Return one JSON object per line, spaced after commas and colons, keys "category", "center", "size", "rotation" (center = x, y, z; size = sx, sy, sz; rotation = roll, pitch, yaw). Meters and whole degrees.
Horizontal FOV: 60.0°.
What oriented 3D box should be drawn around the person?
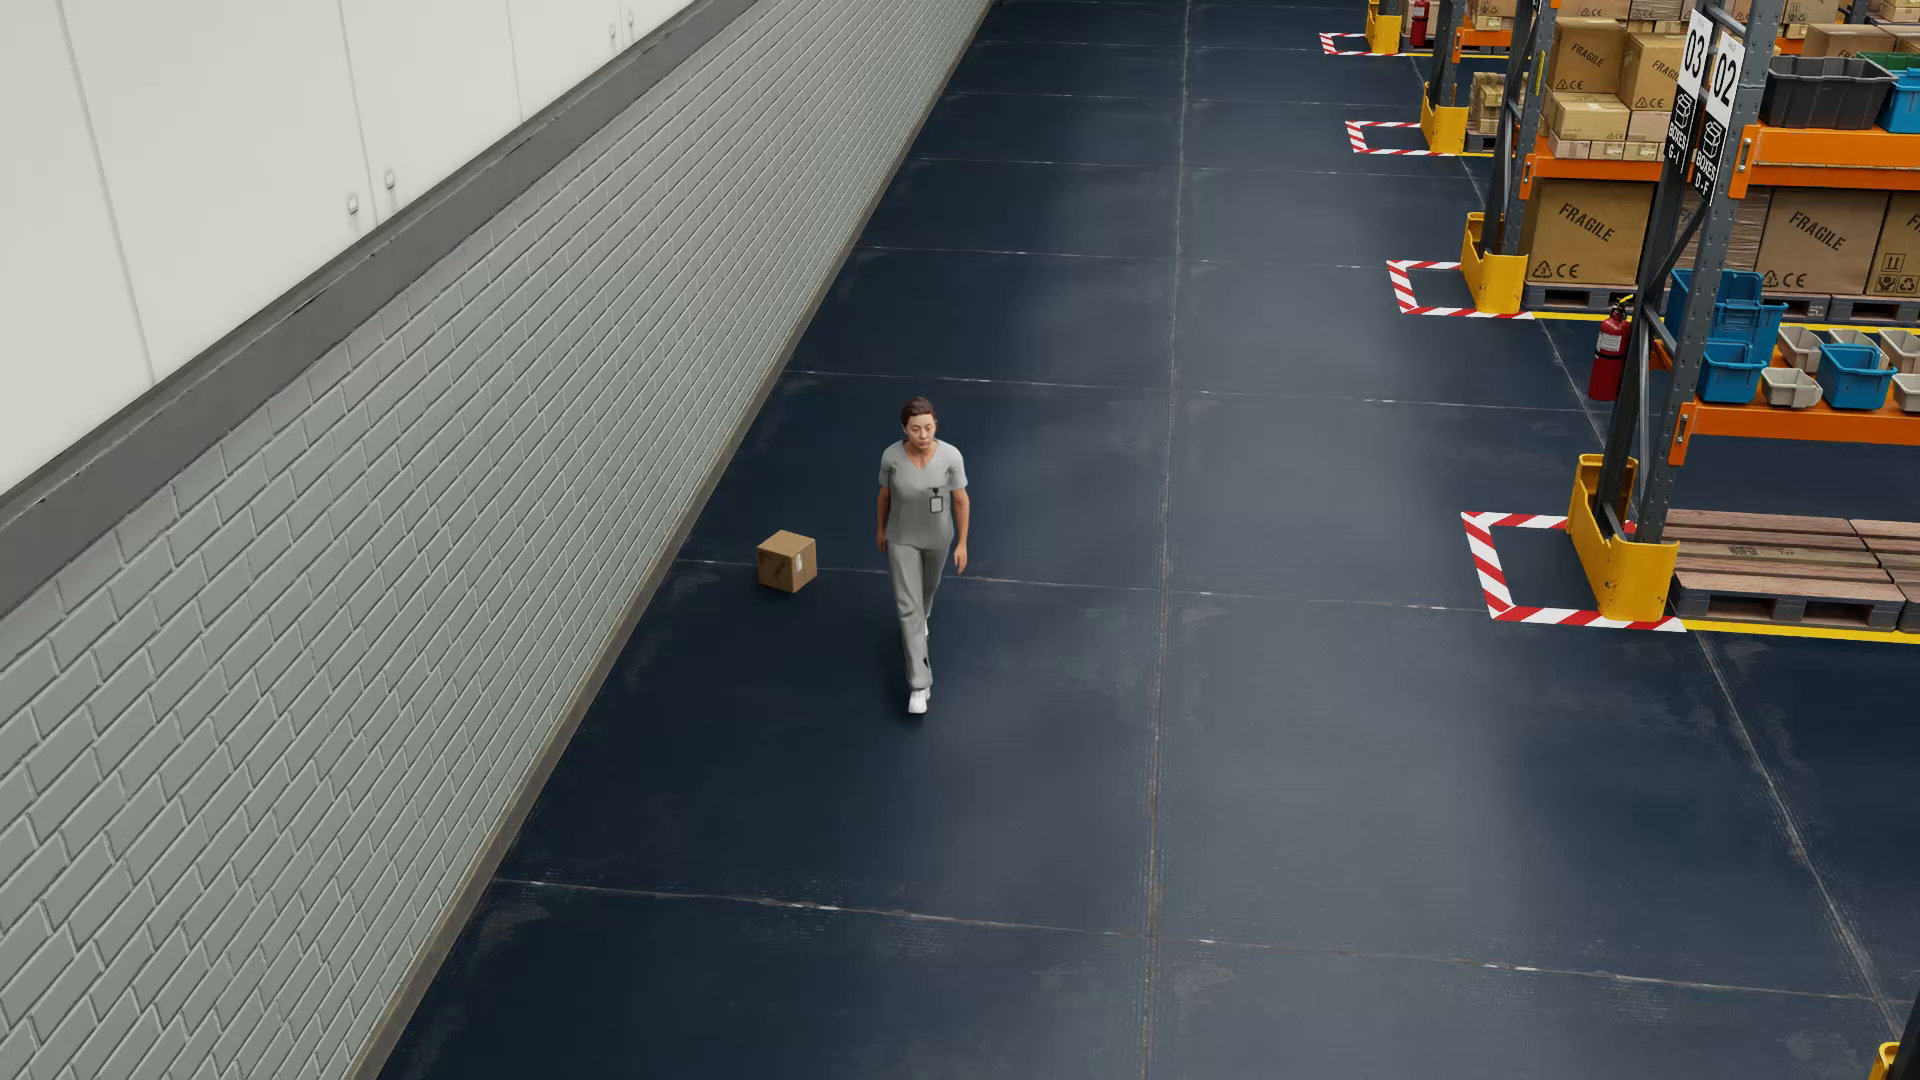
{"category": "person", "center": [-0.191, -0.010, 8.663], "size": [0.467, 1.607, 1.056], "rotation": [-4, 29, -7]}
